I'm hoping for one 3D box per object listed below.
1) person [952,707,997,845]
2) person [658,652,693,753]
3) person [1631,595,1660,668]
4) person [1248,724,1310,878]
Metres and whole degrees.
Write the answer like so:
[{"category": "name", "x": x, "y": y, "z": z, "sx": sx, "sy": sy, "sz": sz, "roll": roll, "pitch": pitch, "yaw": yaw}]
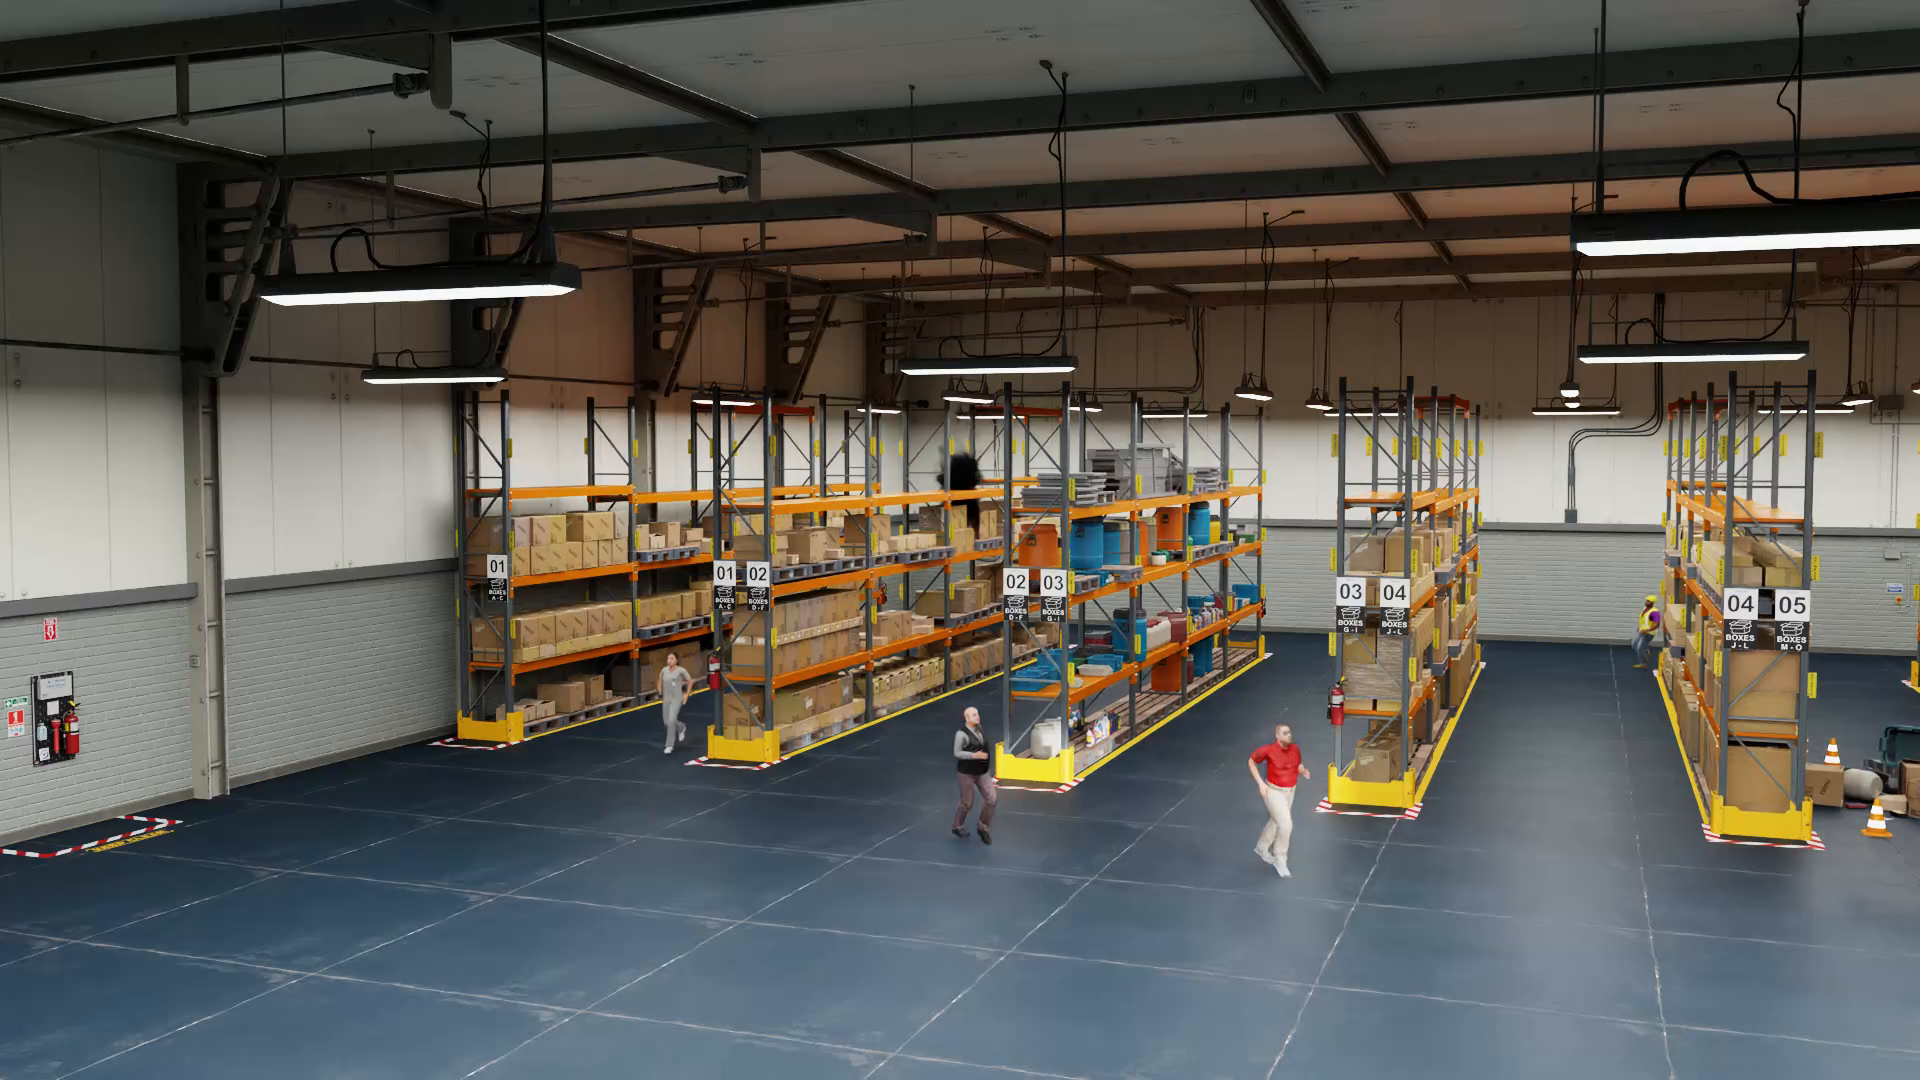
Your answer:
[{"category": "person", "x": 0.174, "y": 2.994, "z": 21.049, "sx": 0.635, "sy": 1.770, "sz": 0.756, "roll": -3, "pitch": 4, "yaw": -39}, {"category": "person", "x": -4.749, "y": 2.672, "z": 27.633, "sx": 0.603, "sy": 1.657, "sz": 0.742, "roll": 1, "pitch": 3, "yaw": 19}, {"category": "person", "x": 15.516, "y": 2.084, "z": 37.642, "sx": 0.530, "sy": 1.693, "sz": 0.747, "roll": -1, "pitch": 3, "yaw": -9}, {"category": "person", "x": 3.791, "y": 3.061, "z": 19.738, "sx": 0.650, "sy": 1.794, "sz": 0.810, "roll": -2, "pitch": 4, "yaw": -36}]
